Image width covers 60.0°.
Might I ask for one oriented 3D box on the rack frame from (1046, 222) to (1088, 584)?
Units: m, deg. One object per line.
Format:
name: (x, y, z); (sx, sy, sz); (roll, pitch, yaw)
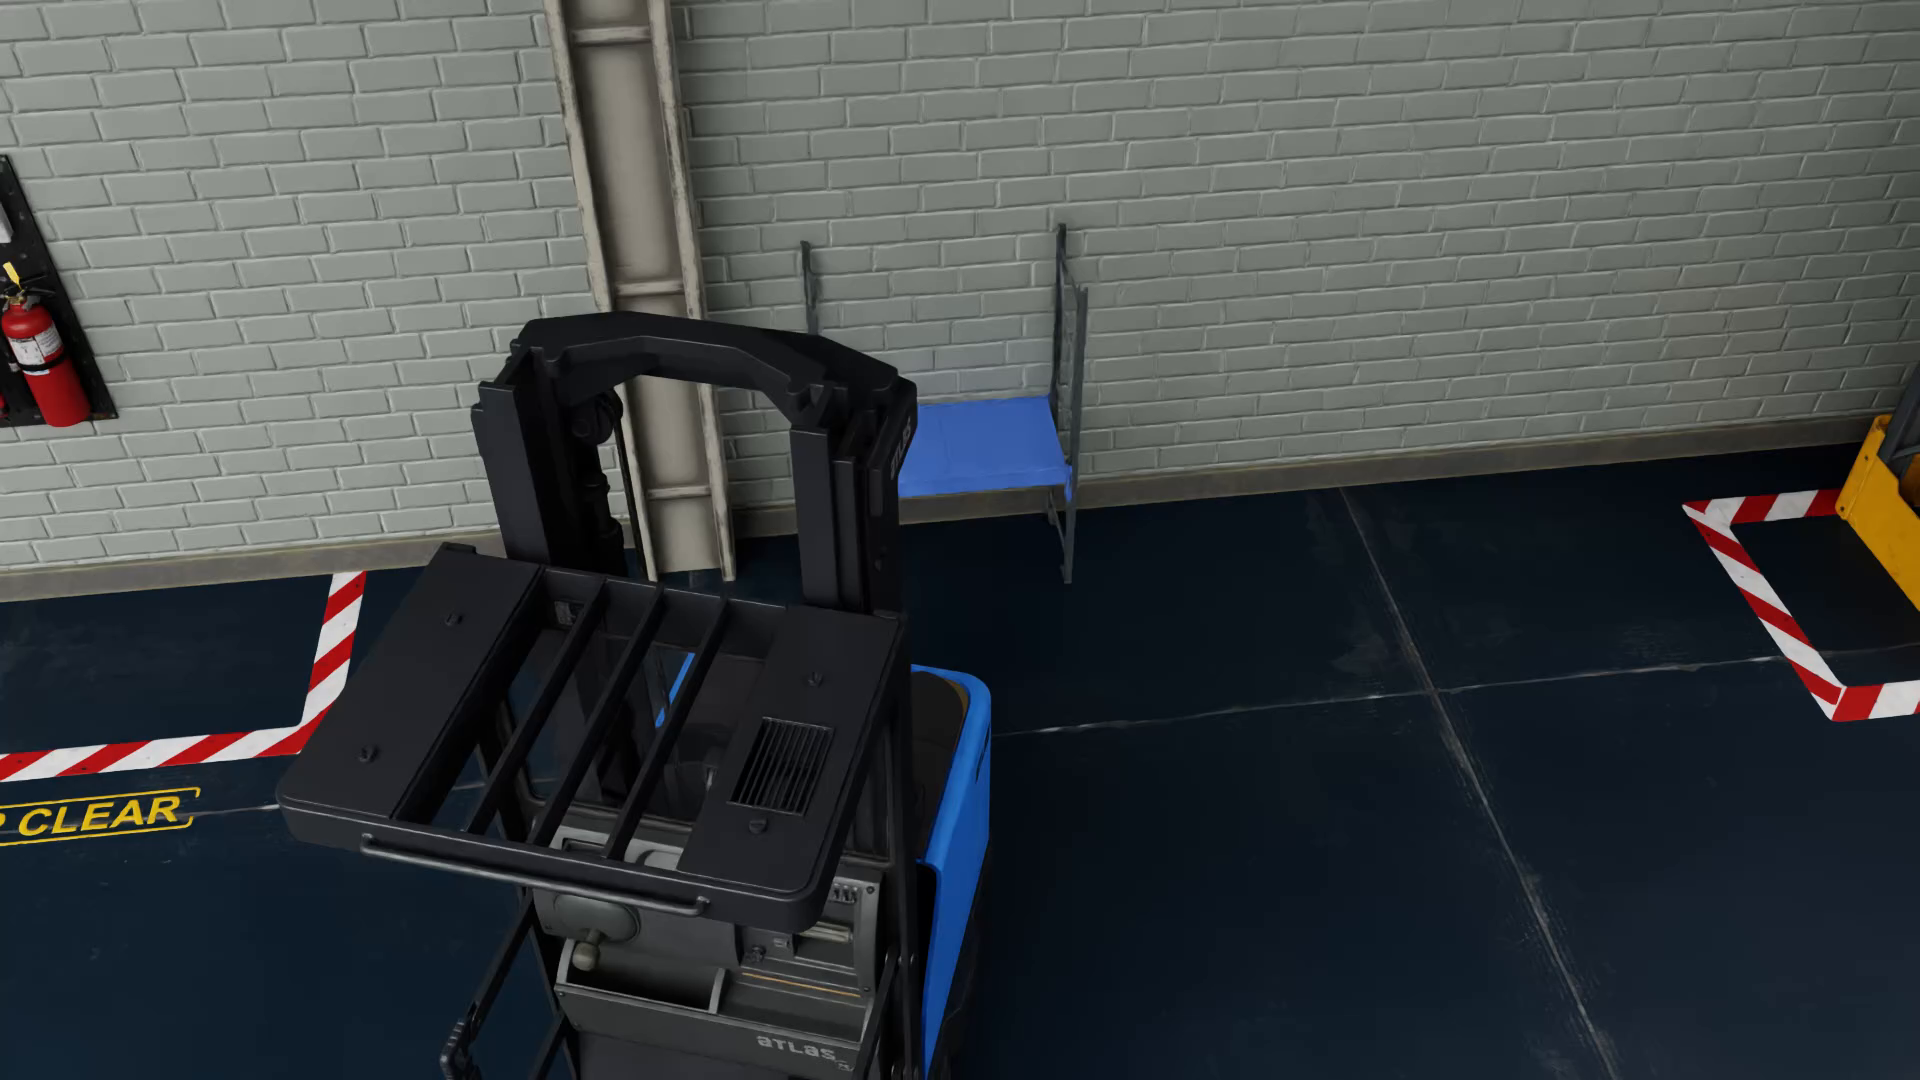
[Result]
rack frame: (0.436, -0.535, 6.907); (0.032, 1.500, 0.500); (-5, 42, -5)

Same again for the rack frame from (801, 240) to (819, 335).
rack frame: (-0.572, -0.446, 6.812); (0.032, 1.500, 0.500); (-5, 42, -5)

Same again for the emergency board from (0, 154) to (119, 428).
emergency board: (-3.649, -0.834, 6.150); (0.643, 1.169, 0.194); (-5, 42, -6)

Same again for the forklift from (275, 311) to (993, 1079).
forklift: (-0.703, 1.043, 4.121); (1.130, 2.935, 3.031); (8, 43, 9)

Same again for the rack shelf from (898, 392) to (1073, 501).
rack shelf: (-0.068, -0.357, 6.980); (1.000, 0.185, 0.538); (-5, 42, -5)

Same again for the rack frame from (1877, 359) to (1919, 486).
rack frame: (4.173, -0.909, 6.234); (0.127, 3.000, 1.000); (-5, 42, -6)

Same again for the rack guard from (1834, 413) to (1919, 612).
rack guard: (4.249, 0.012, 7.078); (0.348, 0.500, 1.175); (-5, 42, -6)

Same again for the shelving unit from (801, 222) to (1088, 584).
shelving unit: (-0.068, -0.491, 6.860); (1.048, 1.500, 0.538); (-5, 42, -5)

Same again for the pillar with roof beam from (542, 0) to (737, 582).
pillar with roof beam: (-0.636, -0.392, 1.181); (0.400, 9.000, 9.100); (-5, 42, -6)
